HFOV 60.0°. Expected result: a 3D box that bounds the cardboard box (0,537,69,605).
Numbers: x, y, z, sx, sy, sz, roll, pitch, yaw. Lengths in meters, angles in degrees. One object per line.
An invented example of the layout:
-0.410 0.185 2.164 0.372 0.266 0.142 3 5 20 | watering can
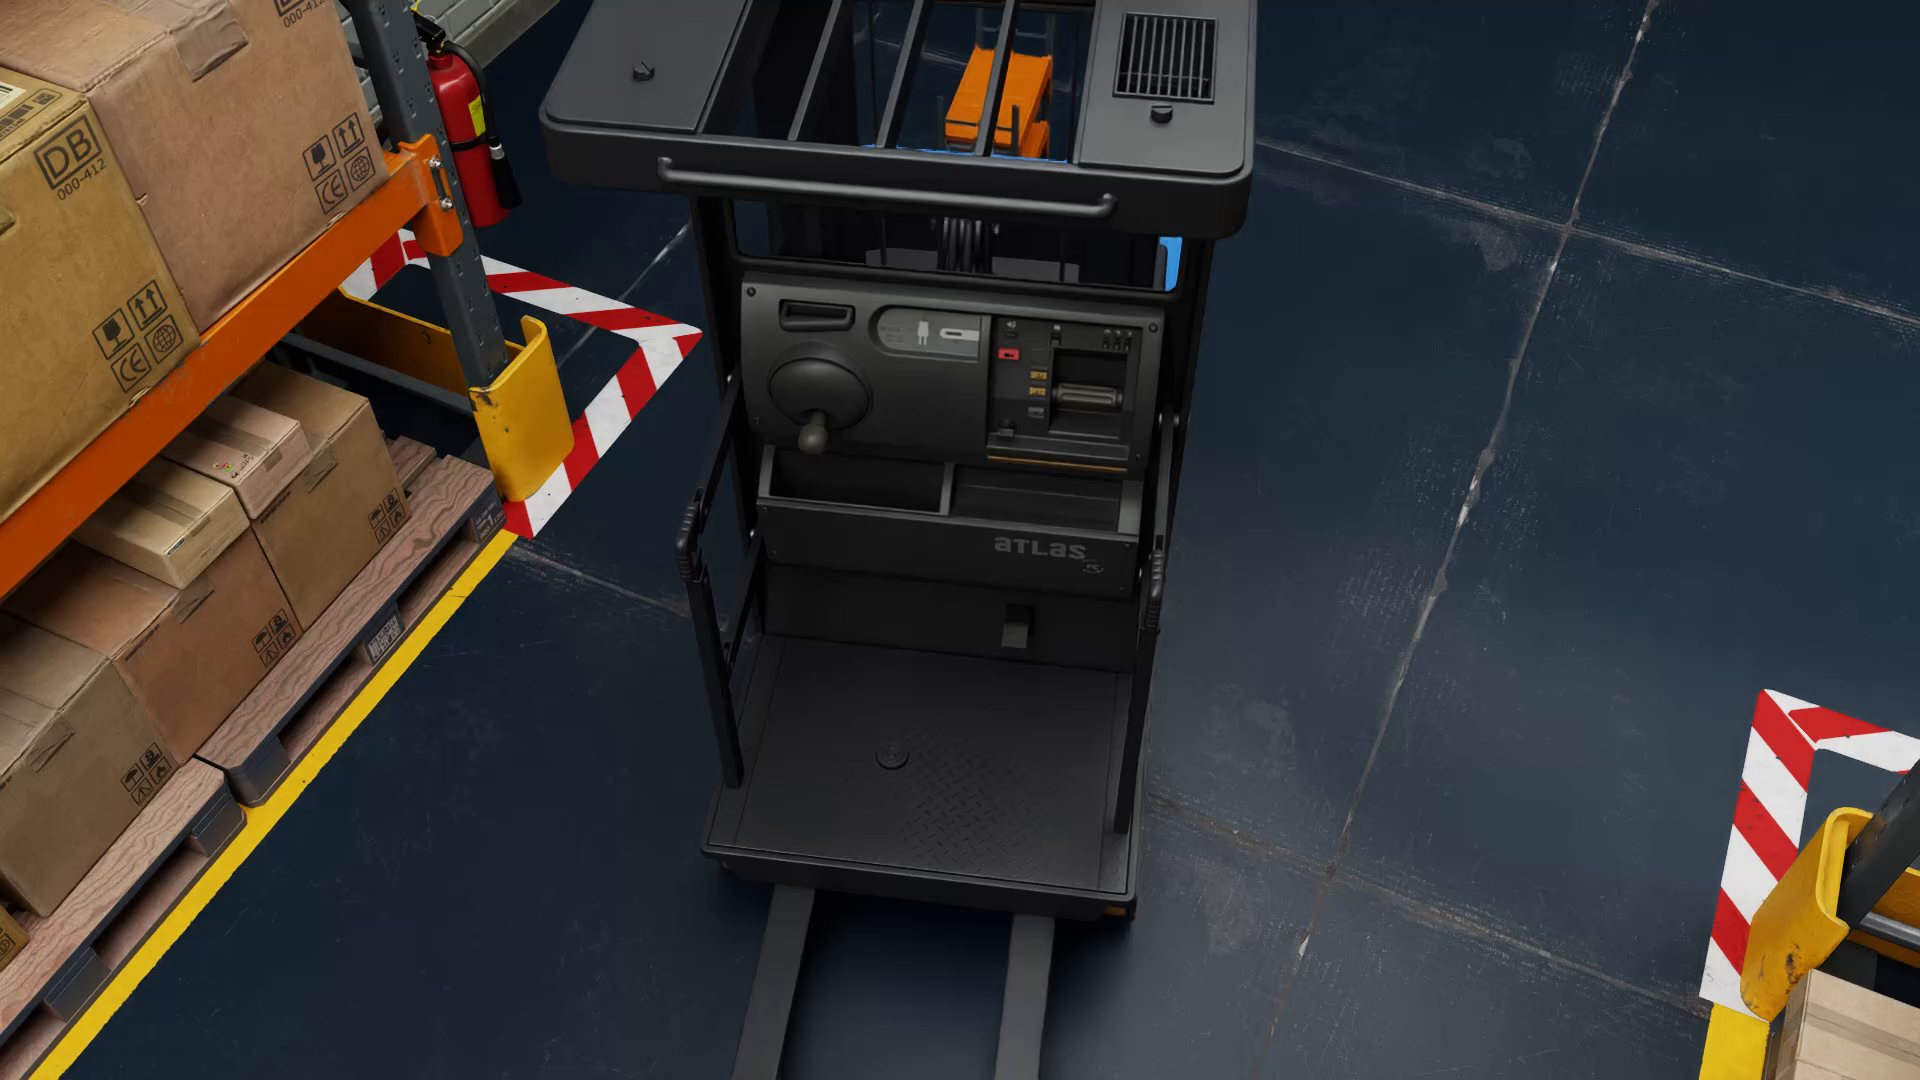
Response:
-2.528 -0.020 4.237 0.380 0.149 0.250 20 53 16 | cardboard box

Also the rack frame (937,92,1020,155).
0.054 -0.867 5.200 0.240 1.200 0.015 10 50 9 | rack frame

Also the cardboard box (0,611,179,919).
-2.506 0.511 4.211 0.700 0.500 0.500 18 52 15 | cardboard box

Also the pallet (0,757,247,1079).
-2.662 0.948 4.305 1.003 0.211 1.213 20 52 16 | pallet

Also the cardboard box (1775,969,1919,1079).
2.122 1.199 3.844 0.380 0.149 0.250 20 52 16 | cardboard box

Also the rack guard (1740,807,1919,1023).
2.579 1.103 3.983 1.175 0.500 0.348 20 52 16 | rack guard

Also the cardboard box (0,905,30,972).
-2.727 0.881 3.897 0.700 0.500 0.500 21 53 17 | cardboard box

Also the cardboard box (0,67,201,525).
-2.379 -0.607 3.600 0.980 0.700 0.700 19 52 16 | cardboard box

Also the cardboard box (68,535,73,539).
-2.421 -0.192 4.384 0.380 0.149 0.250 20 52 16 | cardboard box

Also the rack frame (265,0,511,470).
-1.869 -1.368 4.445 1.000 3.000 0.127 20 52 16 | rack frame

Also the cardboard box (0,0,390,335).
-2.078 -1.111 4.029 0.980 0.700 0.700 22 53 18 | cardboard box

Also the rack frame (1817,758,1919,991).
2.611 0.241 3.076 1.000 3.000 0.127 20 52 16 | rack frame

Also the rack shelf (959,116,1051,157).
0.110 -1.150 5.235 0.258 0.148 0.480 10 50 9 | rack shelf

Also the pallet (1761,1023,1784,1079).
2.239 1.746 3.626 1.003 0.211 1.213 20 52 16 | pallet

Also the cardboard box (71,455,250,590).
-2.076 -0.066 4.276 0.380 0.149 0.250 21 53 17 | cardboard box

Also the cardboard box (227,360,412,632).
-2.078 -0.180 4.799 0.700 0.500 0.500 20 52 16 | cardboard box

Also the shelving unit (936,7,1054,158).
0.110 -1.048 5.354 0.258 1.200 0.503 10 50 9 | shelving unit

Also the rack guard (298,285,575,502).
-1.859 -0.575 5.411 1.175 0.500 0.348 20 52 16 | rack guard

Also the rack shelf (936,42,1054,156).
0.110 -1.303 5.055 0.258 0.148 0.480 10 50 9 | rack shelf

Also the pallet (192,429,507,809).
-2.140 0.111 5.017 1.003 0.211 1.213 20 52 16 | pallet

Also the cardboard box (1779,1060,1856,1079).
2.015 1.365 3.690 0.380 0.166 0.250 20 52 16 | cardboard box

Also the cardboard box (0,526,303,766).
-2.291 0.165 4.506 0.700 0.500 0.500 20 52 16 | cardboard box

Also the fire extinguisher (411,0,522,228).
-1.387 -1.176 4.577 0.296 0.674 0.183 20 52 16 | fire extinguisher

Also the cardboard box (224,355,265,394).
-2.205 -0.541 4.681 0.380 0.149 0.250 20 53 16 | cardboard box

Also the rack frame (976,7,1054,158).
0.167 -1.229 5.508 0.240 1.200 0.015 10 50 9 | rack frame

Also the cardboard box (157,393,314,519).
-1.968 -0.242 4.426 0.380 0.149 0.250 19 52 16 | cardboard box

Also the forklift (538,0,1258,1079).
-0.051 -0.253 3.541 1.130 2.935 3.031 6 50 5 | forklift

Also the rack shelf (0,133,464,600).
-2.724 0.242 3.547 1.077 0.370 4.000 20 52 16 | rack shelf
